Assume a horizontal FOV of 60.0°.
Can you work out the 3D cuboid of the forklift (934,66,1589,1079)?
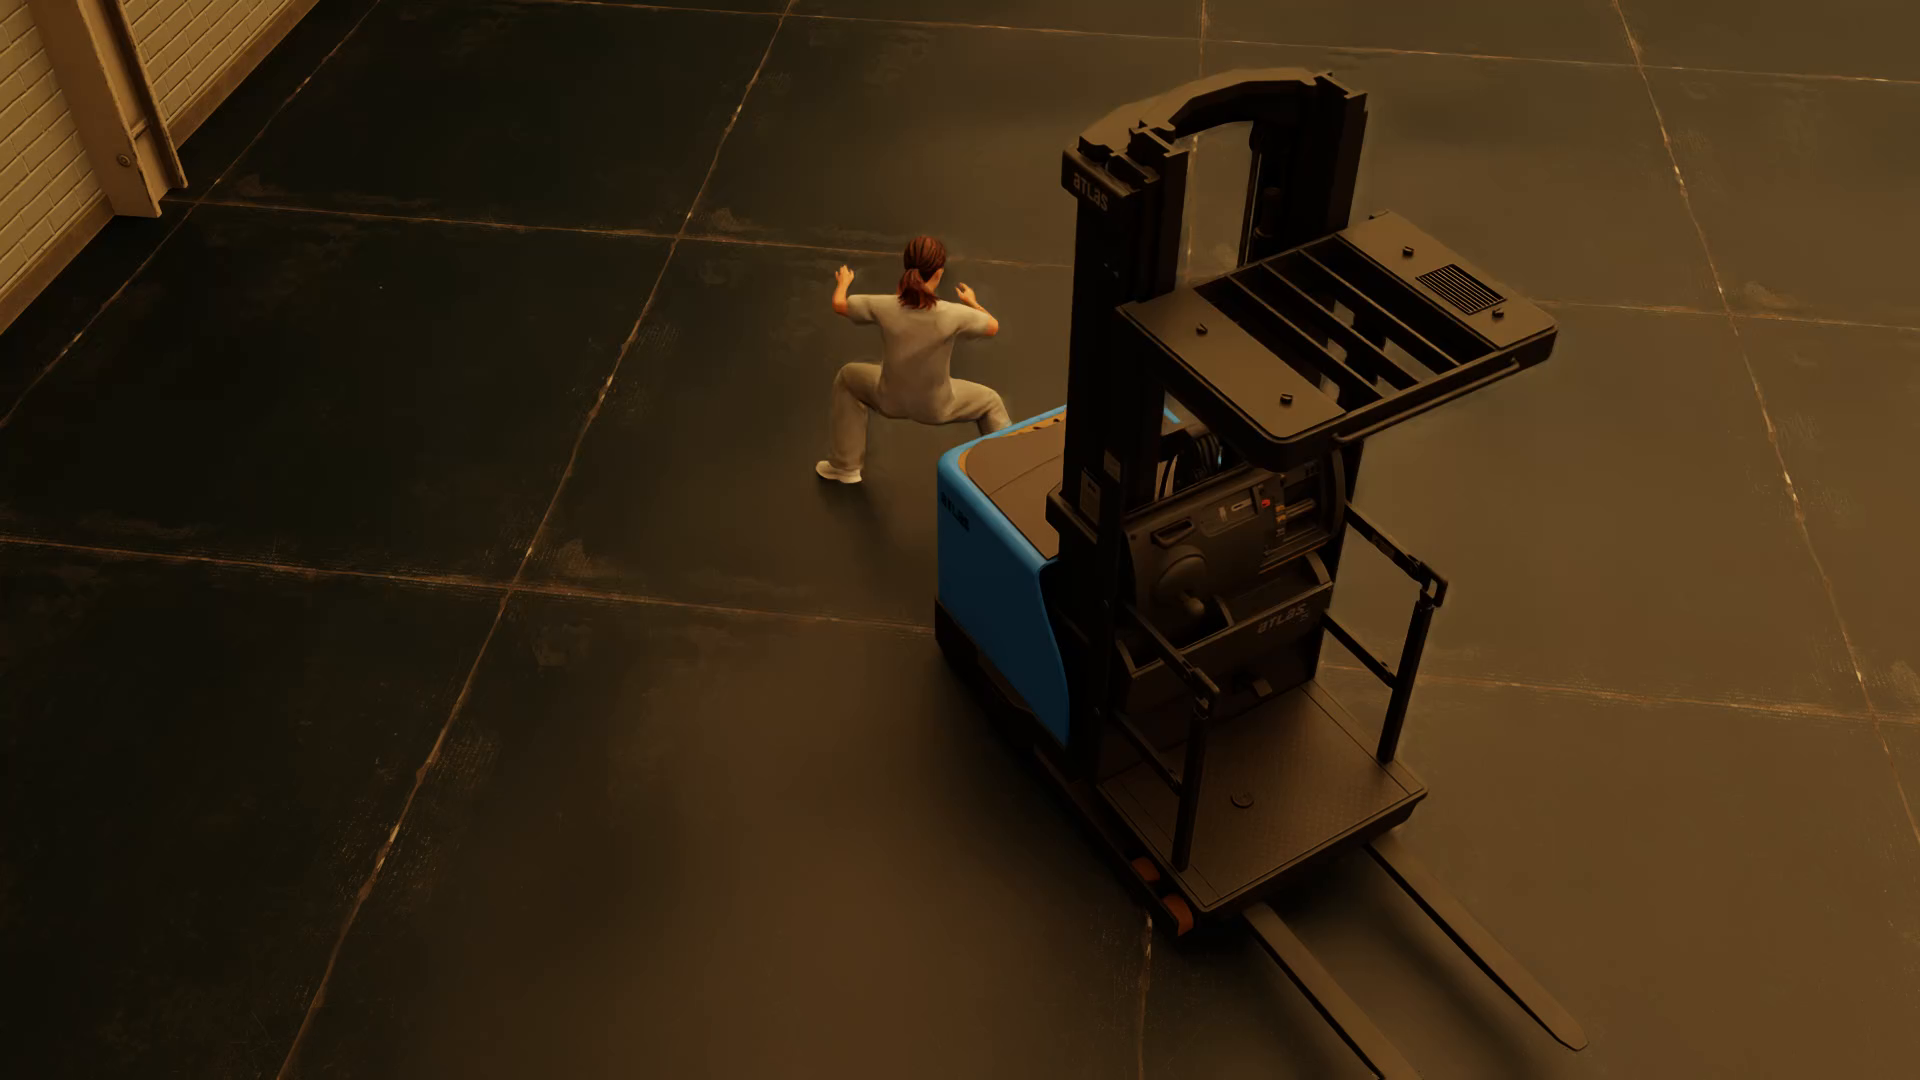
[{"bbox_3d":[1.083,0.048,5.672,1.130,2.935,3.031,-22,47,-22],"label":"forklift"}]

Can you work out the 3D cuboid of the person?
[{"bbox_3d":[-0.178,-0.821,7.712,1.068,1.449,0.649,8,43,8],"label":"person"}]
